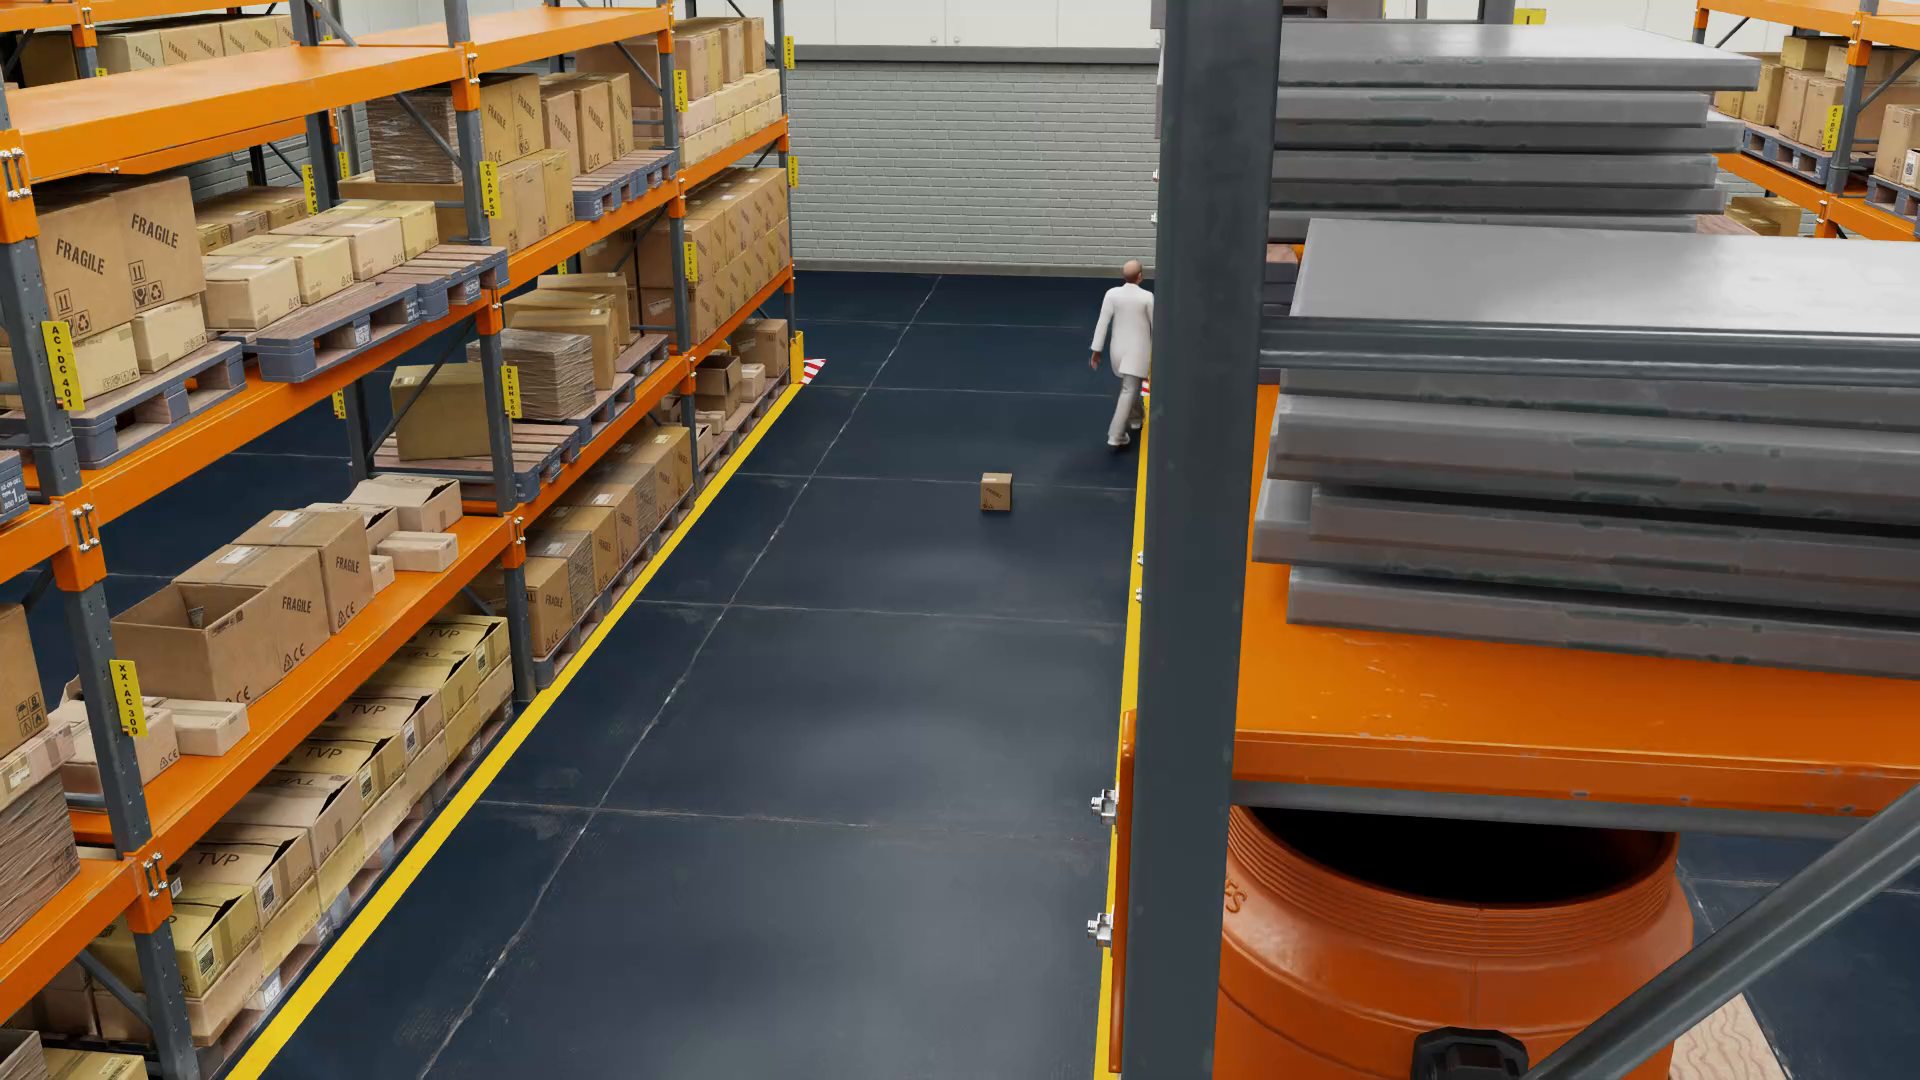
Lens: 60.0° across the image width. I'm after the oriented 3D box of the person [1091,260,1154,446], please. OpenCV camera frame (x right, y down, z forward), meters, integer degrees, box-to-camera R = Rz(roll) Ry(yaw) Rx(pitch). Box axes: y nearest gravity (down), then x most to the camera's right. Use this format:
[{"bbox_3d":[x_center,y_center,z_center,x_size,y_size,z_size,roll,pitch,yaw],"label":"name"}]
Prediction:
[{"bbox_3d":[1.649,-1.827,15.868,0.647,1.723,1.118,12,24,29],"label":"person"}]
